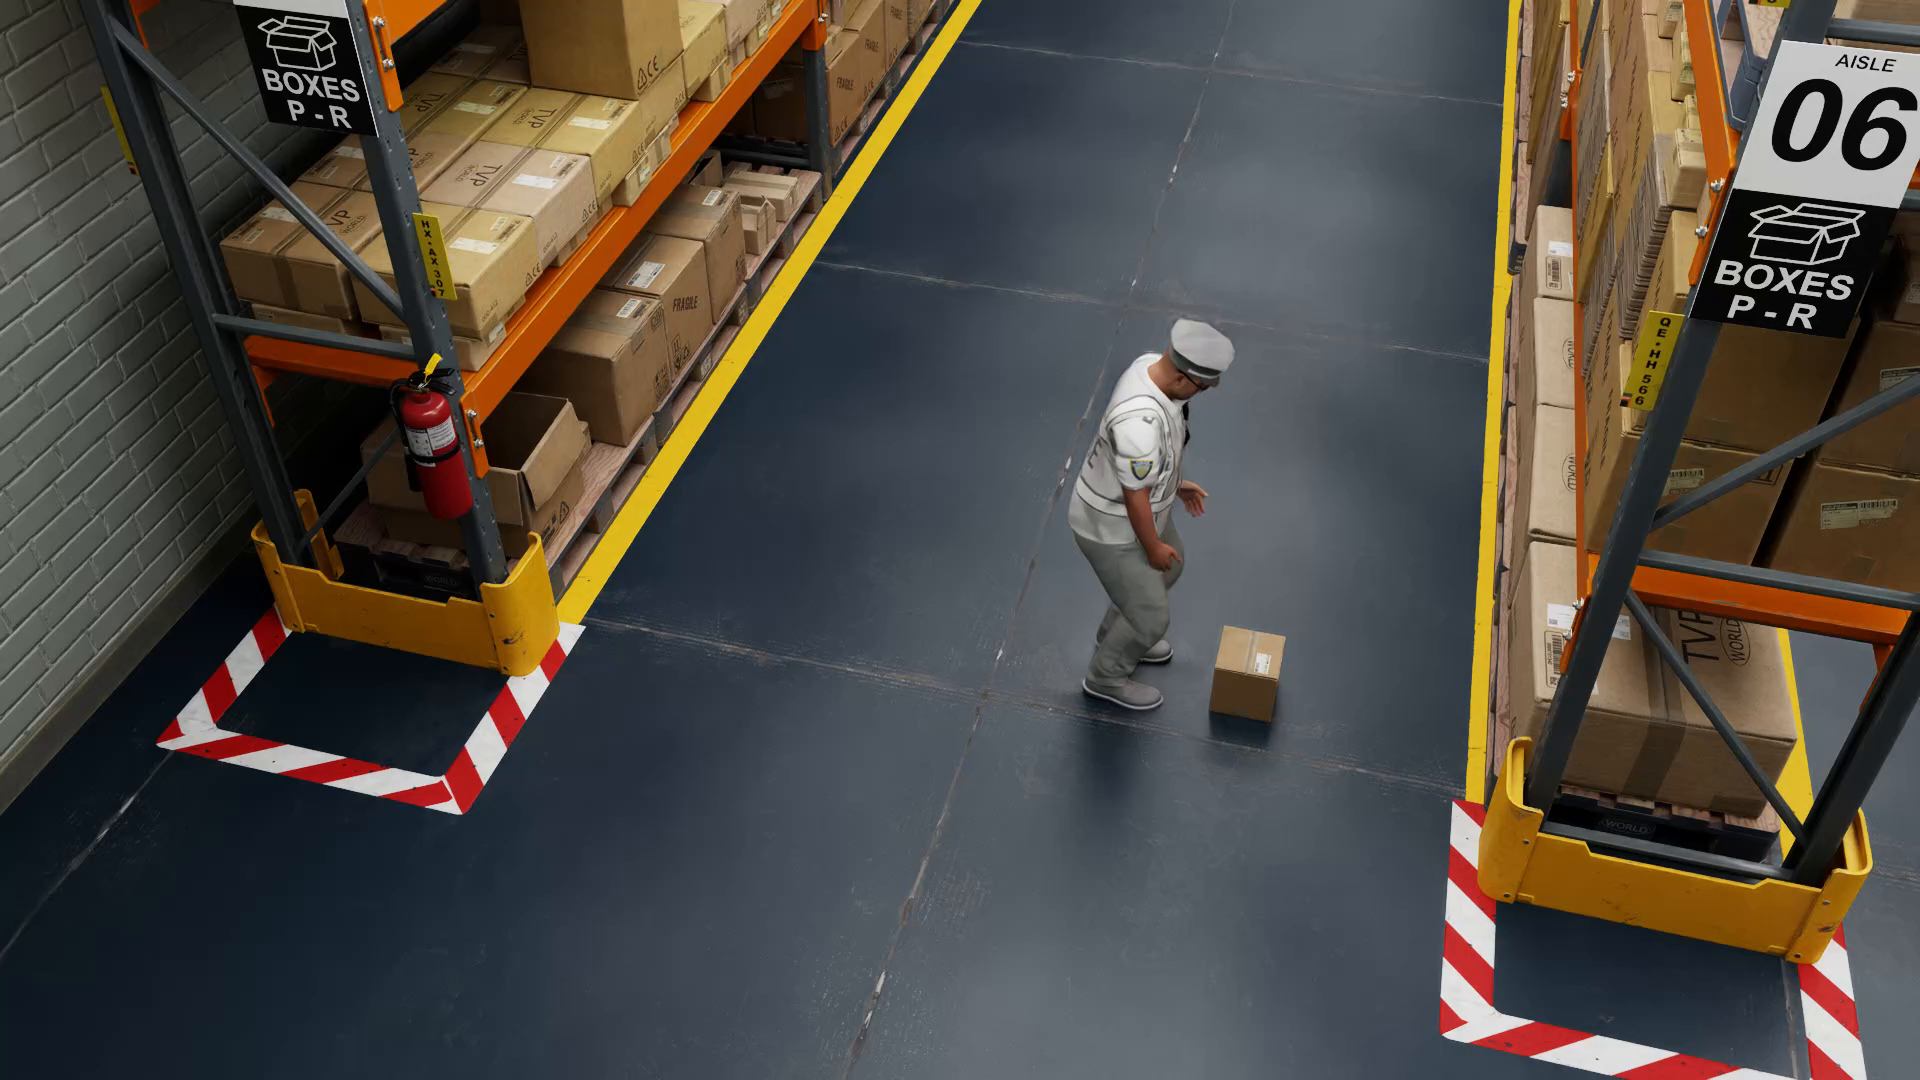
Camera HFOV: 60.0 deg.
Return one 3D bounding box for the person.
[{"bbox_3d":[0.696,-0.104,6.341,0.539,1.679,0.564,11,42,12],"label":"person"}]
